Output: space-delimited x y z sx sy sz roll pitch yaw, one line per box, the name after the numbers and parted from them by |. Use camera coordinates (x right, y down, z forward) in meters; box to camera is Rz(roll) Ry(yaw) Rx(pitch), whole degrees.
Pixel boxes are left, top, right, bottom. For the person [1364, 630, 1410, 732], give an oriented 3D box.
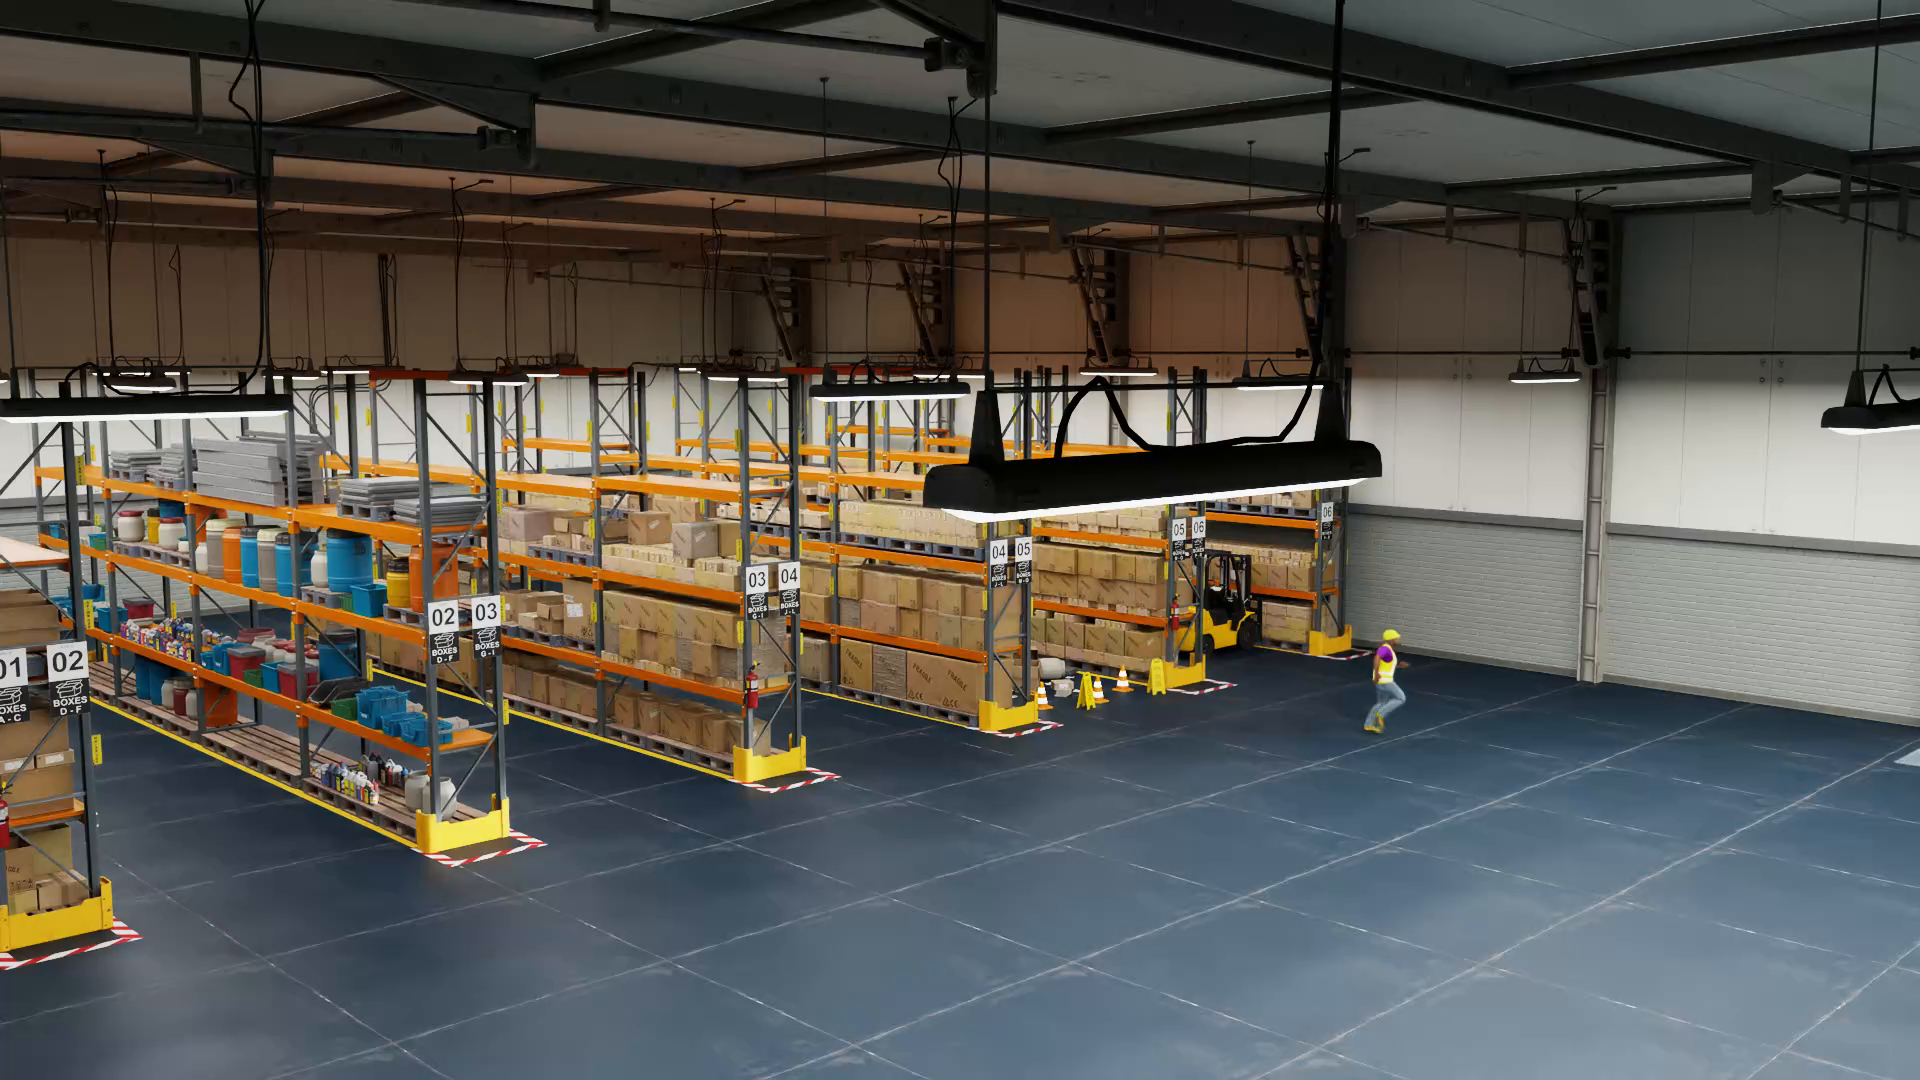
7.105 2.346 27.636 0.745 1.707 0.744 1 6 7 | person
